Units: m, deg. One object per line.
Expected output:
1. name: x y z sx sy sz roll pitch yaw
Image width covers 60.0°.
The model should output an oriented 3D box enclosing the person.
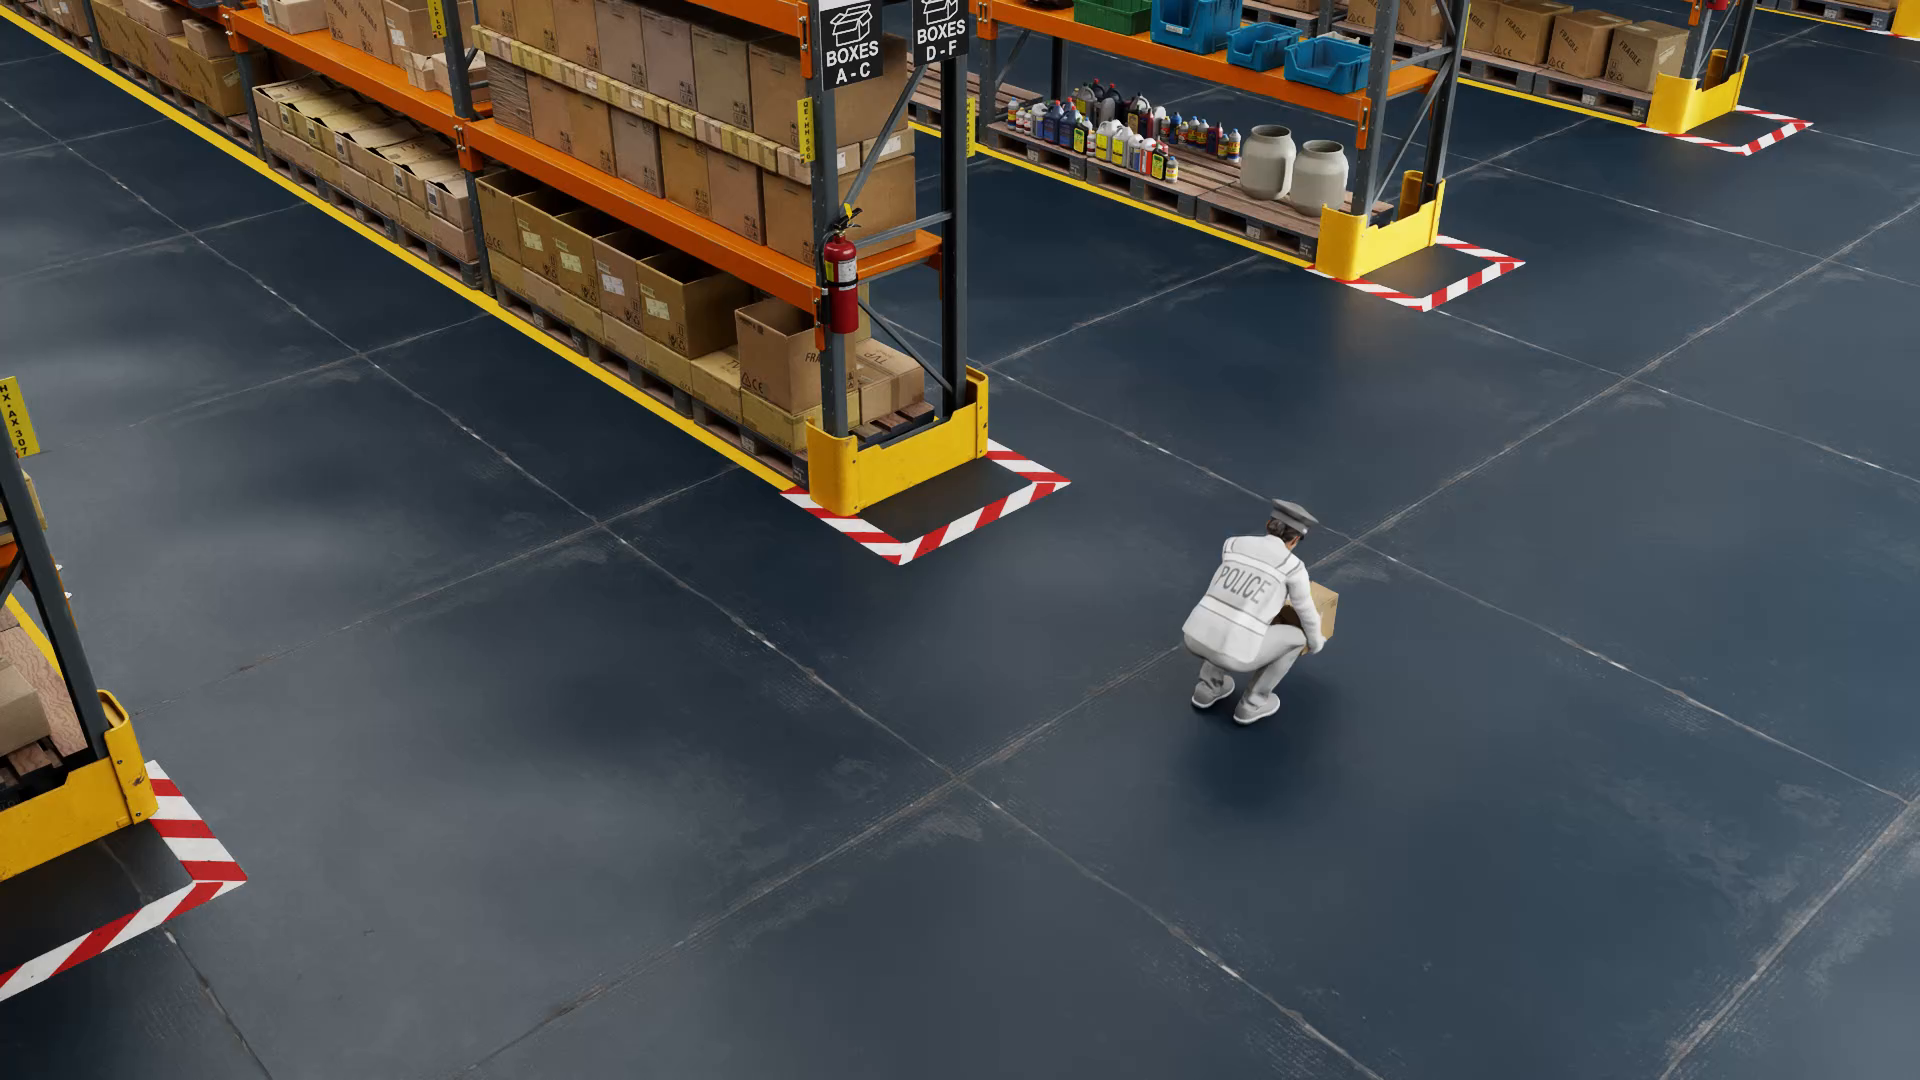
1. person: 1.369 0.340 7.803 0.816 0.983 0.484 -26 40 -35
